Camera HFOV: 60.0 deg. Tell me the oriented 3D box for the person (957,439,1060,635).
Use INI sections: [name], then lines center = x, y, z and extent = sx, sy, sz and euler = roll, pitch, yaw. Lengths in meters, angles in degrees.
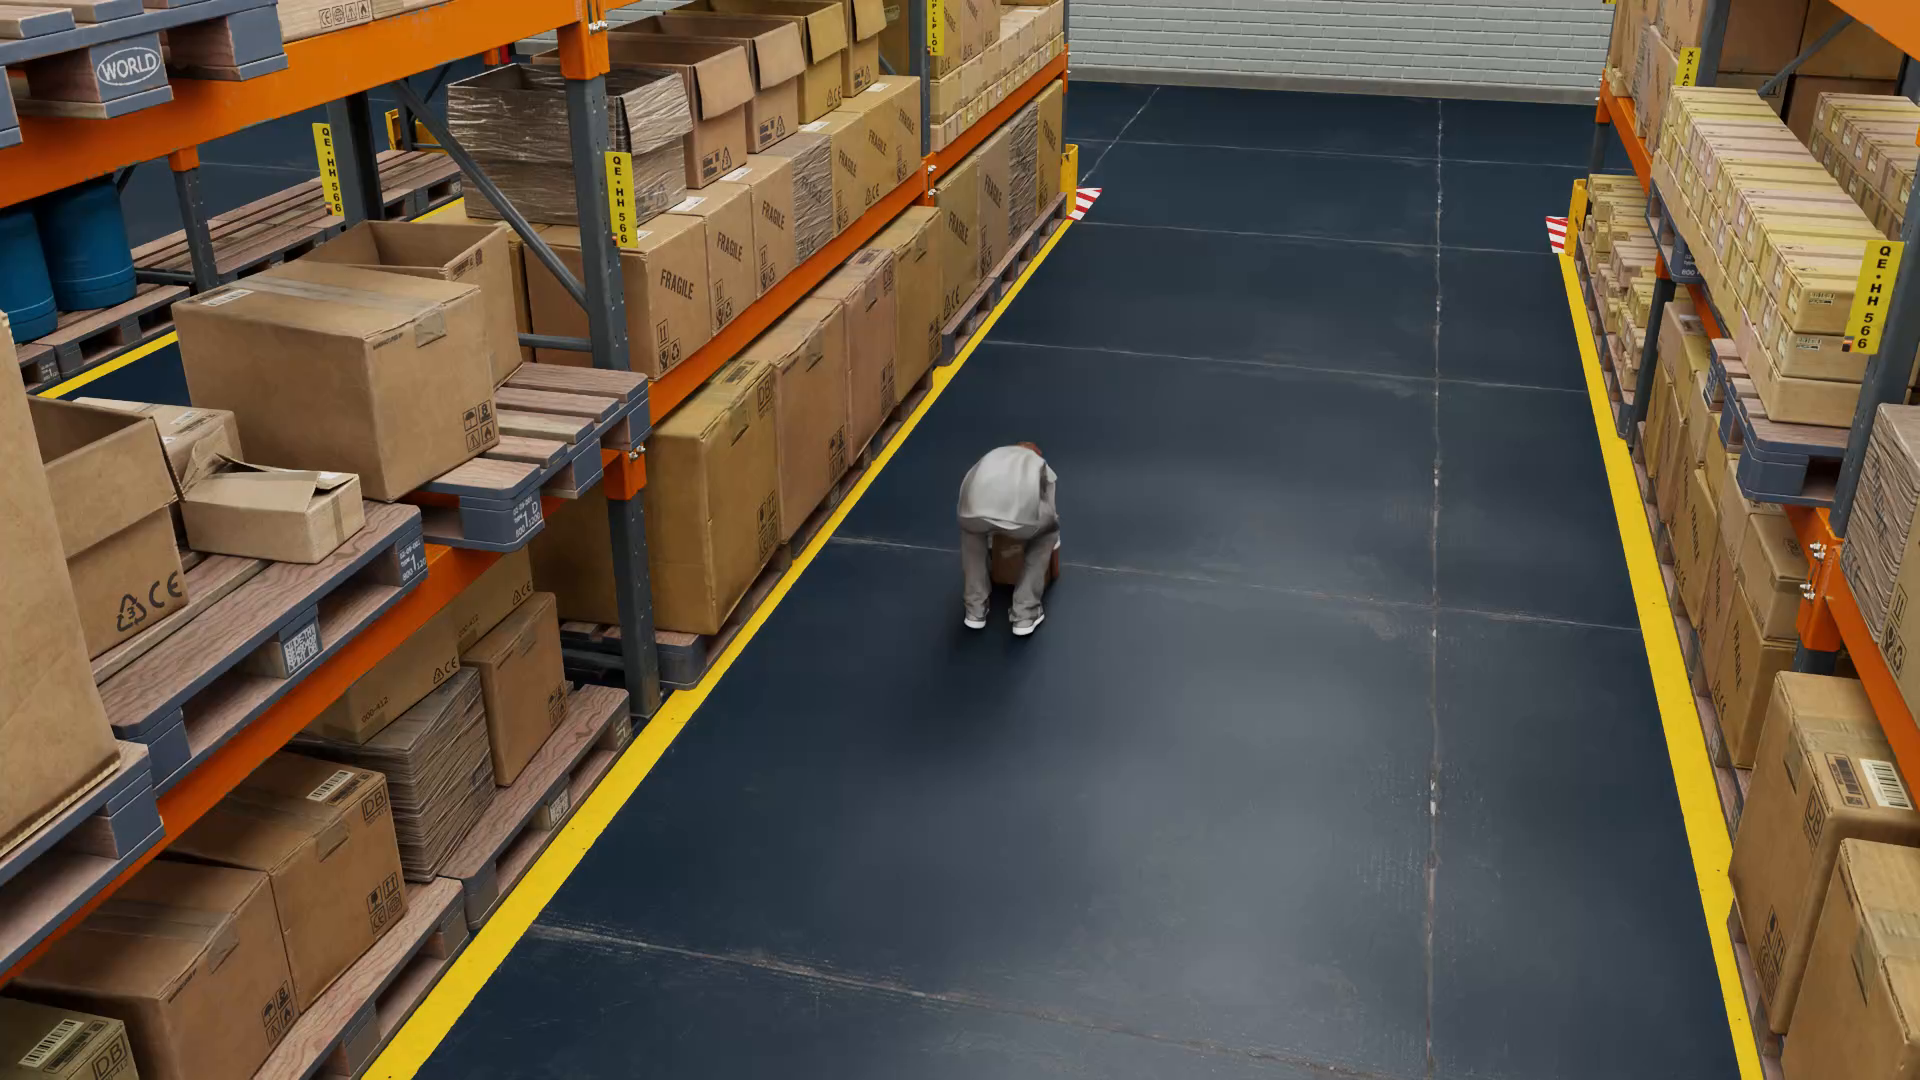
[person]
center = 0.214, -0.081, 7.172
extent = 0.430, 0.832, 0.856
euler = 5, 26, 11
